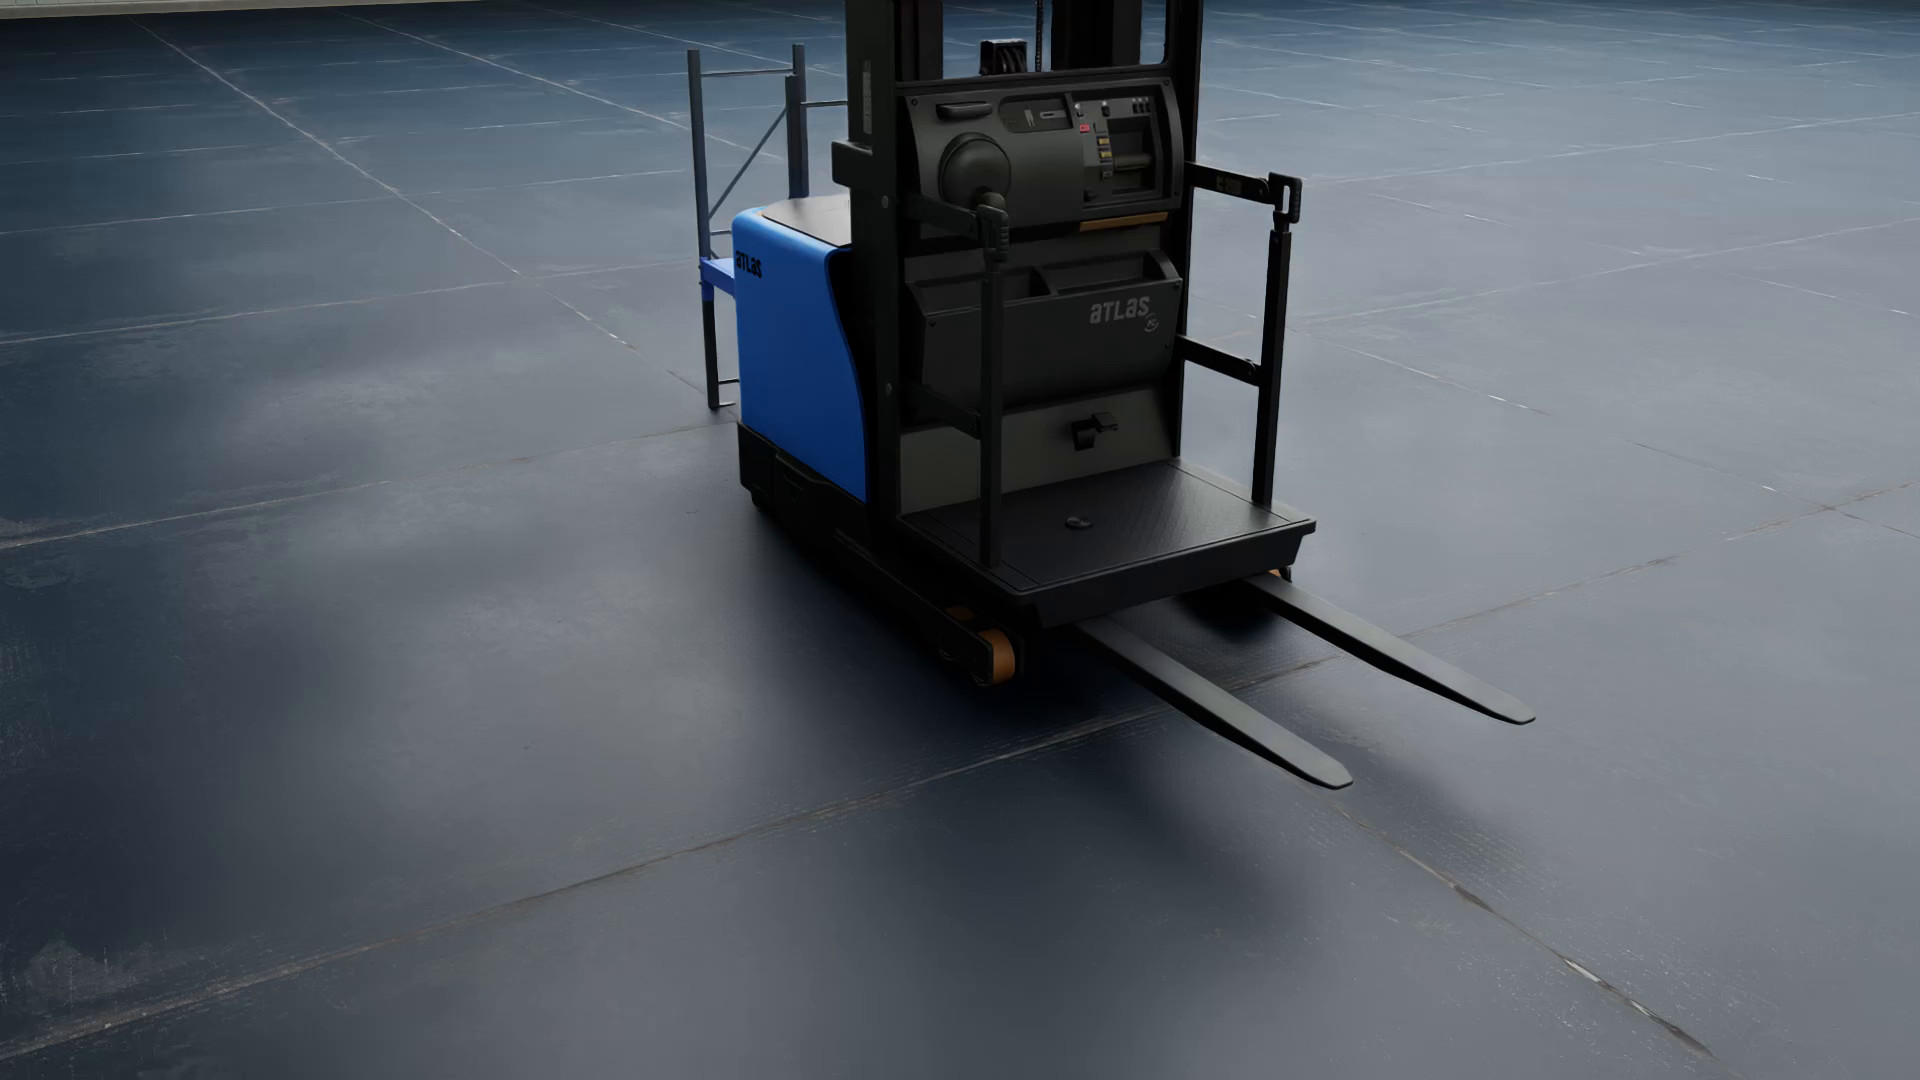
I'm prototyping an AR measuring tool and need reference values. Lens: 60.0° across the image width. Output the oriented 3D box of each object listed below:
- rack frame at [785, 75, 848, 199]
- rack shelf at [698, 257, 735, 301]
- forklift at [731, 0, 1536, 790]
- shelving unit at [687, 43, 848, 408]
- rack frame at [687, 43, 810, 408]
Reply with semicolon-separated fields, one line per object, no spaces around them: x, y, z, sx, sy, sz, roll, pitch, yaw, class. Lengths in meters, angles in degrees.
-0.389;-0.978;6.227;0.500;1.500;0.032;-11;25;-26;rack frame
-0.630;-0.980;6.709;0.538;0.185;1.000;-11;25;-26;rack shelf
0.373;-1.135;4.711;1.130;2.935;3.031;-13;25;-28;forklift
-0.630;-1.147;6.642;0.538;1.500;1.048;-11;25;-26;shelving unit
-0.870;-1.316;7.057;0.500;1.500;0.032;-11;25;-26;rack frame
